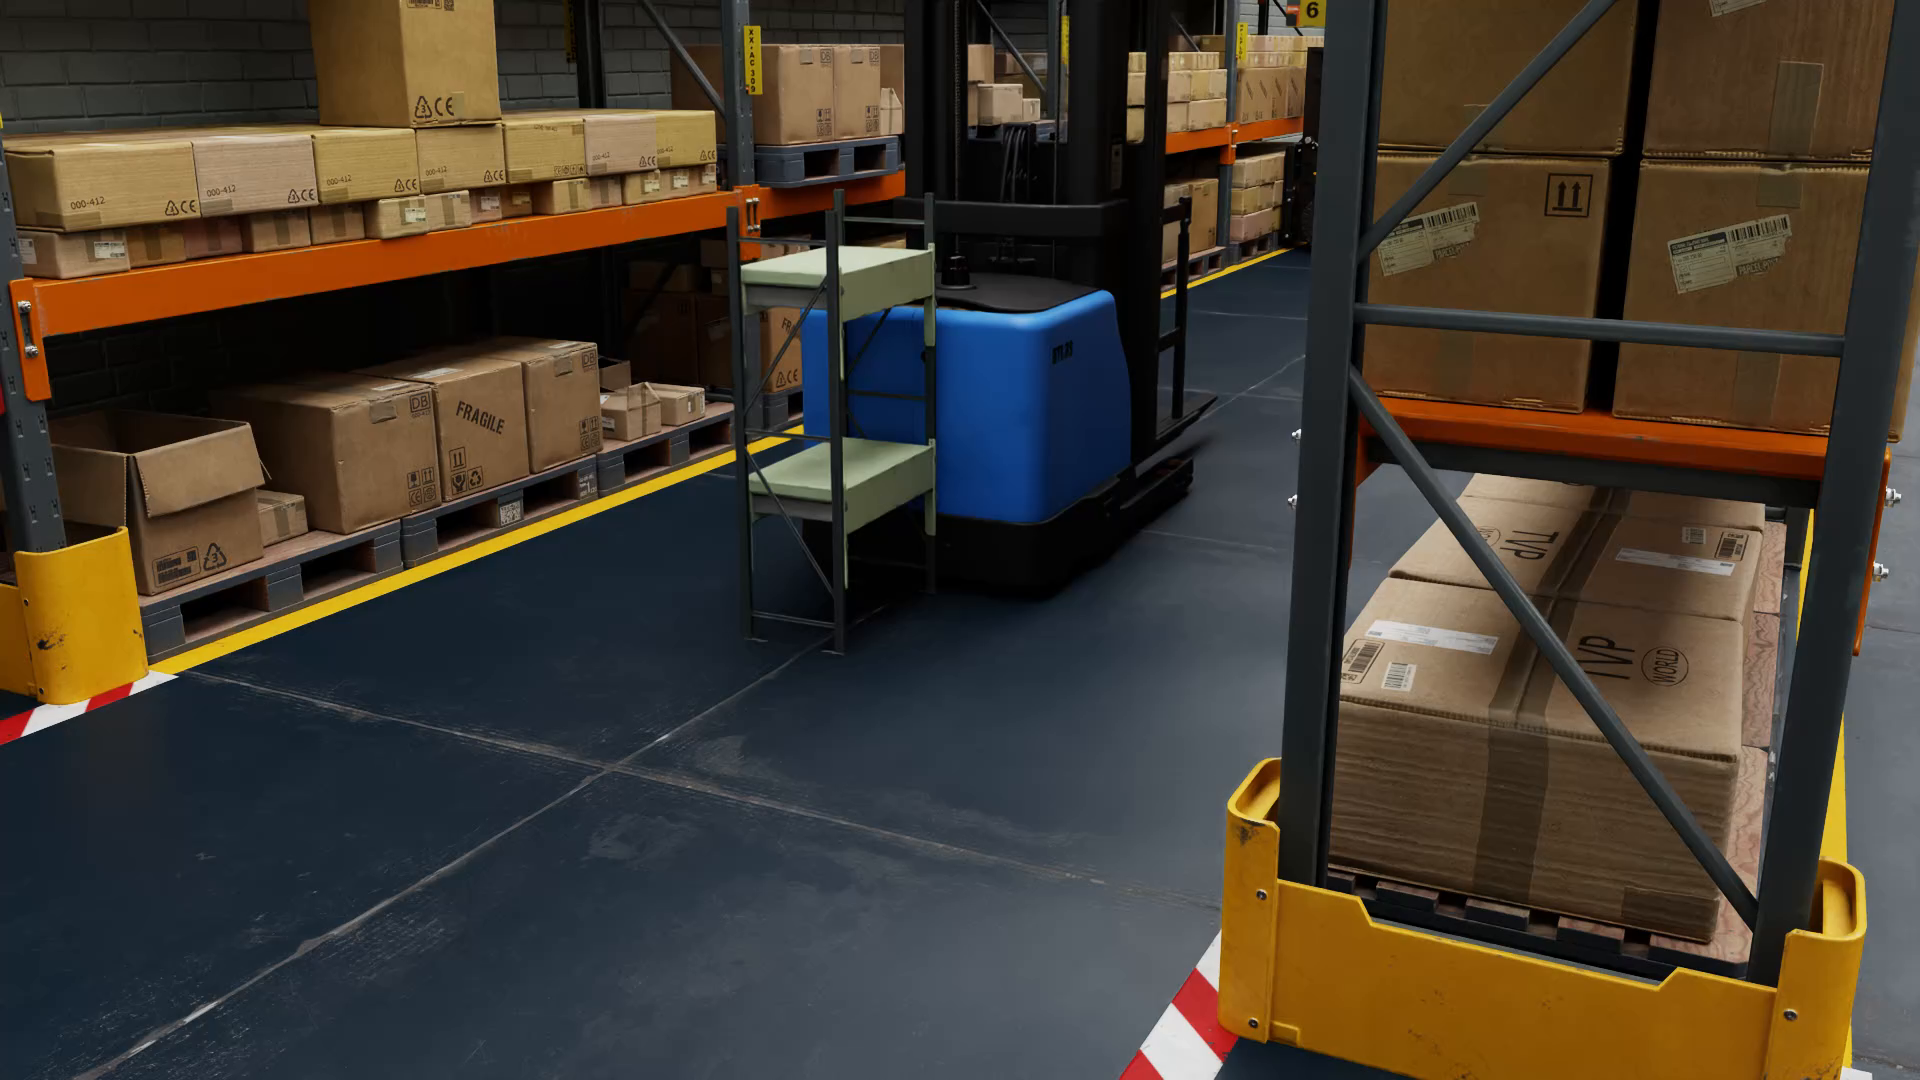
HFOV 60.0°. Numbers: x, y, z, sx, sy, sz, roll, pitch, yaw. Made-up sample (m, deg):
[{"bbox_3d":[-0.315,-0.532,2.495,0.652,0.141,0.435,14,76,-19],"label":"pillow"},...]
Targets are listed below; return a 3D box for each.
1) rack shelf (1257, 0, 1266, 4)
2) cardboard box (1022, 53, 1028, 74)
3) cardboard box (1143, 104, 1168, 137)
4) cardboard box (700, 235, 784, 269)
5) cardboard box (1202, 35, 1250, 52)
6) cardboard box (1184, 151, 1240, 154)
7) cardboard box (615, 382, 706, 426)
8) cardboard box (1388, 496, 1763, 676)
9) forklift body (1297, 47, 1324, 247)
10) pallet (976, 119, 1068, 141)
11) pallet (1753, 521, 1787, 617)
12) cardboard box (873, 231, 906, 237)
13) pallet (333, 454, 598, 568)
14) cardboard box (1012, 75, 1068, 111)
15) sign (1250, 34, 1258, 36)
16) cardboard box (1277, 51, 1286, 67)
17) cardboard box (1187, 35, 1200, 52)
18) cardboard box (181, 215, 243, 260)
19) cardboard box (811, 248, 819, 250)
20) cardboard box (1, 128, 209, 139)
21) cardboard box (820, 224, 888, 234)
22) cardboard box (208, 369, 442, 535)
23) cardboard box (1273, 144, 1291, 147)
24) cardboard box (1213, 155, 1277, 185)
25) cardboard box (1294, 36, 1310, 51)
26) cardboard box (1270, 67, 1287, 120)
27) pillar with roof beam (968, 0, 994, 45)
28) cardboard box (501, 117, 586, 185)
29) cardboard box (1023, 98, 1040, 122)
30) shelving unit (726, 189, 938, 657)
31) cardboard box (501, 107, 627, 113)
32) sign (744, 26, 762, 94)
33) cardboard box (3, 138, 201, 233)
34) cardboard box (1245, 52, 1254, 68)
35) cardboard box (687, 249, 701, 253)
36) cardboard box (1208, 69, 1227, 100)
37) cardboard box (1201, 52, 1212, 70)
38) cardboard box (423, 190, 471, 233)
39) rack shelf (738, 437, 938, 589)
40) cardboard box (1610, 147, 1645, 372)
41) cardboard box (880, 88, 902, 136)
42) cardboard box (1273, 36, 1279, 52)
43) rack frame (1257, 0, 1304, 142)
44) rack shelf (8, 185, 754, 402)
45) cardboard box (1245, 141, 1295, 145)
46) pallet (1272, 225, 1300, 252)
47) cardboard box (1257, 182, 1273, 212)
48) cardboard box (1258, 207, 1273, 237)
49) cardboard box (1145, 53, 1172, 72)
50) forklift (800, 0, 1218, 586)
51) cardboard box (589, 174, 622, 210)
[{"bbox_3d":[2.953,-5.666,16.828,1.077,0.370,4.000,8,18,25],"label":"rack shelf"},{"bbox_3d":[0.423,-3.651,12.734,0.380,0.149,0.250,8,18,25],"label":"cardboard box"},{"bbox_3d":[1.375,-3.446,13.622,0.500,0.250,0.500,9,19,27],"label":"cardboard box"},{"bbox_3d":[-1.172,-1.548,8.957,0.380,0.149,0.250,8,18,24],"label":"cardboard box"},{"bbox_3d":[2.467,-4.608,15.434,0.380,0.149,0.250,9,19,26],"label":"cardboard box"},{"bbox_3d":[2.557,-3.834,17.000,0.500,0.250,0.500,8,18,26],"label":"cardboard box"},{"bbox_3d":[-1.502,-0.681,8.319,0.380,0.149,0.250,7,18,24],"label":"cardboard box"},{"bbox_3d":[1.746,0.236,4.725,0.875,0.438,0.875,9,19,27],"label":"cardboard box"},{"bbox_3d":[4.631,-3.960,16.581,2.313,2.155,1.214,8,18,25],"label":"forklift body"},{"bbox_3d":[0.031,-2.771,11.423,1.213,0.211,1.003,8,18,25],"label":"pallet"},{"bbox_3d":[2.517,0.125,6.232,1.003,0.211,1.213,8,18,25],"label":"pallet"},{"bbox_3d":[-0.340,-1.866,10.553,0.380,0.149,0.250,7,18,23],"label":"cardboard box"},{"bbox_3d":[-2.368,-0.202,7.335,1.003,0.211,1.213,8,18,25],"label":"pallet"},{"bbox_3d":[0.711,-3.291,12.222,0.500,0.250,0.500,8,18,25],"label":"cardboard box"},{"bbox_3d":[3.352,-5.607,18.976,0.100,0.325,0.005,8,18,25],"label":"sign"},{"bbox_3d":[3.034,-4.792,16.577,0.380,0.149,0.250,7,18,24],"label":"cardboard box"},{"bbox_3d":[2.080,-4.743,15.889,0.380,0.149,0.250,8,18,24],"label":"cardboard box"},{"bbox_3d":[-2.752,-1.077,5.824,0.380,0.149,0.250,8,18,25],"label":"cardboard box"},{"bbox_3d":[-0.848,-1.616,9.710,0.380,0.149,0.250,8,18,24],"label":"cardboard box"},{"bbox_3d":[-3.104,-1.360,6.075,0.500,0.250,0.500,8,18,26],"label":"cardboard box"},{"bbox_3d":[-0.700,-1.998,10.995,0.380,0.149,0.250,8,18,24],"label":"cardboard box"},{"bbox_3d":[-2.528,-0.366,6.643,0.700,0.500,0.500,9,19,28],"label":"cardboard box"},{"bbox_3d":[3.697,-4.157,18.088,0.500,0.250,0.500,8,19,26],"label":"cardboard box"},{"bbox_3d":[2.793,-3.638,16.341,0.500,0.250,0.500,8,18,25],"label":"cardboard box"},{"bbox_3d":[3.394,-5.128,17.184,0.380,0.149,0.250,8,19,26],"label":"cardboard box"},{"bbox_3d":[2.934,-4.455,16.580,0.500,0.500,0.500,8,18,25],"label":"cardboard box"},{"bbox_3d":[3.899,-5.820,10.813,9.100,9.000,0.400,8,18,25],"label":"pillar with roof beam"},{"bbox_3d":[-1.970,-1.681,7.156,0.500,0.250,0.500,8,18,25],"label":"cardboard box"},{"bbox_3d":[0.321,-2.909,11.255,0.380,0.149,0.250,8,19,26],"label":"cardboard box"},{"bbox_3d":[-0.424,-0.440,5.870,0.431,1.500,0.755,7,18,23],"label":"shelving unit"},{"bbox_3d":[-1.979,-2.005,8.246,0.500,0.250,0.500,8,18,25],"label":"cardboard box"},{"bbox_3d":[-1.027,-2.374,8.227,0.100,0.325,0.005,8,18,25],"label":"sign"},{"bbox_3d":[-2.859,-1.159,5.399,0.500,0.250,0.500,8,18,26],"label":"cardboard box"},{"bbox_3d":[2.551,-4.536,15.714,0.380,0.149,0.250,9,19,27],"label":"cardboard box"},{"bbox_3d":[-1.395,-1.601,9.659,0.380,0.149,0.250,8,18,26],"label":"cardboard box"},{"bbox_3d":[2.068,-4.074,14.857,0.500,0.250,0.500,8,18,24],"label":"cardboard box"},{"bbox_3d":[2.006,-4.239,14.713,0.380,0.149,0.250,8,18,25],"label":"cardboard box"},{"bbox_3d":[-2.191,-1.327,6.664,0.380,0.149,0.250,9,19,27],"label":"cardboard box"},{"bbox_3d":[-0.424,-0.127,5.963,0.431,0.370,0.720,7,18,23],"label":"rack shelf"},{"bbox_3d":[1.356,-0.707,3.960,0.500,0.500,0.500,8,18,24],"label":"cardboard box"},{"bbox_3d":[-0.552,-2.468,9.563,0.396,0.266,0.258,9,19,28],"label":"cardboard box"},{"bbox_3d":[2.907,-4.875,16.331,0.380,0.149,0.250,8,18,24],"label":"cardboard box"},{"bbox_3d":[3.846,-5.082,18.868,1.000,3.000,0.127,8,18,25],"label":"rack frame"},{"bbox_3d":[-2.409,-1.171,6.964,1.077,0.370,4.000,8,18,25],"label":"rack shelf"},{"bbox_3d":[3.462,-4.347,18.726,0.500,0.250,0.500,8,18,25],"label":"cardboard box"},{"bbox_3d":[2.996,-3.236,17.548,1.003,0.211,1.213,8,18,25],"label":"pallet"},{"bbox_3d":[2.774,-3.399,16.413,0.500,0.250,0.500,8,18,25],"label":"cardboard box"},{"bbox_3d":[2.784,-3.159,16.484,0.500,0.250,0.500,8,18,24],"label":"cardboard box"},{"bbox_3d":[1.511,-3.900,13.573,0.380,0.149,0.250,8,18,24],"label":"cardboard box"},{"bbox_3d":[0.440,-1.609,7.294,1.130,2.935,3.031,7,18,23],"label":"forklift"},{"bbox_3d":[-1.765,-1.590,7.551,0.380,0.149,0.250,9,19,27],"label":"cardboard box"}]
